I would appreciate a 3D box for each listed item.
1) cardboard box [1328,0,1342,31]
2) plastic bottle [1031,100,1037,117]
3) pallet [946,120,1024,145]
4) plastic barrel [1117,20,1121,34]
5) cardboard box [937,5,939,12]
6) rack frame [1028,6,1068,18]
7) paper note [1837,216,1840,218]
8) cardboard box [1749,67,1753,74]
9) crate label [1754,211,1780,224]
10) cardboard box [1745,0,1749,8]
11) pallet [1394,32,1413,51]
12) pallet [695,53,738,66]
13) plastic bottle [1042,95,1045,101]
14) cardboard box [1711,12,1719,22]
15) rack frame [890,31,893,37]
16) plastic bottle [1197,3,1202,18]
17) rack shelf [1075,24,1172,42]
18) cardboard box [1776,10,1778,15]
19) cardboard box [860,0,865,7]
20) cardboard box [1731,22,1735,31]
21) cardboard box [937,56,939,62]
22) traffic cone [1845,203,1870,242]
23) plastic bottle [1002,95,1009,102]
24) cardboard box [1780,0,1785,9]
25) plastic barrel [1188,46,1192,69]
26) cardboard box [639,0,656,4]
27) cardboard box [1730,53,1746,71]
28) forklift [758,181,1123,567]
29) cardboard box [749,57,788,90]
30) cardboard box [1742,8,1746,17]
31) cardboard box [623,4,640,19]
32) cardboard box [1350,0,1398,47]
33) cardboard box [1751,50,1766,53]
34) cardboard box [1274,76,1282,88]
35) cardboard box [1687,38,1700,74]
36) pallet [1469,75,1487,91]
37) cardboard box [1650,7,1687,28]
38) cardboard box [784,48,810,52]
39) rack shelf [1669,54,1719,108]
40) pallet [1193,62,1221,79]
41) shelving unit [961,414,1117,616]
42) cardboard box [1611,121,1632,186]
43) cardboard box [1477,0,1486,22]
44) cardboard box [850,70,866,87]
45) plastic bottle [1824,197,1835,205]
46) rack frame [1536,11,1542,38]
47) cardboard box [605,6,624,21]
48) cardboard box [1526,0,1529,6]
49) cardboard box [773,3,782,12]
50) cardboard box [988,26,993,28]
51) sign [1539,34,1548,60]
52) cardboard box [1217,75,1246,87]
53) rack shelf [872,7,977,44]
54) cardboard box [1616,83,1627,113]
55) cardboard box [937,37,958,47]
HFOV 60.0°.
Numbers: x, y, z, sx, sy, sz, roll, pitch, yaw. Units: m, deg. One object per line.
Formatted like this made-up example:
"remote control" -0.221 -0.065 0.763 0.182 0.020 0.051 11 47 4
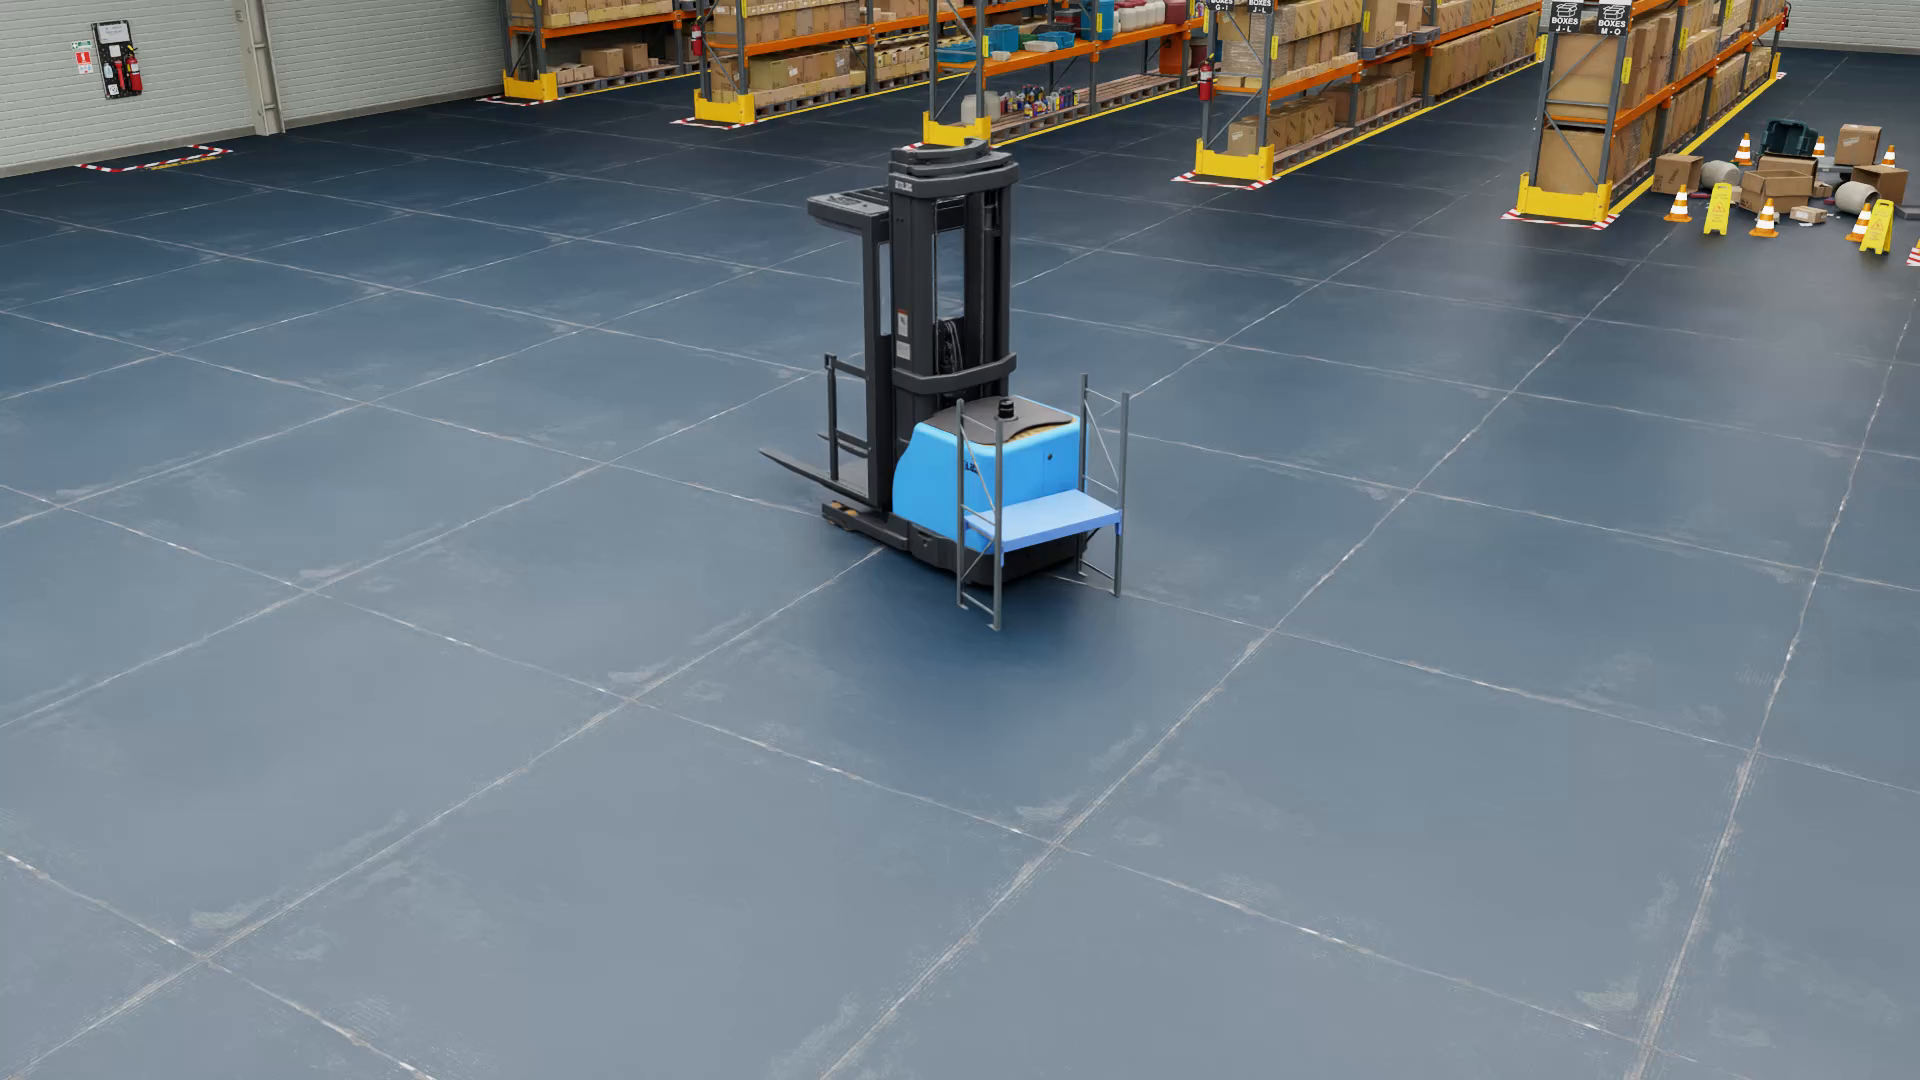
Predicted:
"cardboard box" 5.733 -8.392 26.437 0.500 0.500 0.500 14 27 29
"plastic bottle" 1.302 -7.561 29.140 0.061 0.283 0.133 14 27 30
"pallet" 0.379 -7.015 28.525 1.003 0.211 1.213 14 27 29
"plastic barrel" 2.885 -9.687 31.361 0.301 0.262 0.301 0 23 0
"cardboard box" -0.665 -11.168 34.924 0.380 0.149 0.250 16 28 33
"rack frame" 2.070 -13.076 39.014 1.000 3.000 0.127 14 27 29
"paper note" 12.043 -4.425 22.796 0.032 0.001 0.123 14 27 29
"cardboard box" 15.572 -9.373 33.148 0.380 0.149 0.250 15 28 31
"crate label" 10.944 -4.369 22.507 0.250 0.136 0.298 1 23 2
"cardboard box" 14.457 -10.008 30.967 0.380 0.149 0.250 13 27 27
"pallet" 7.364 -8.884 29.572 1.003 0.211 1.213 14 27 29
"pallet" -5.308 -10.809 37.289 1.003 0.211 1.213 14 27 29
"plastic bottle" 1.510 -7.808 29.712 0.061 0.283 0.133 14 27 29
"cardboard box" 12.945 -9.042 28.736 0.380 0.149 0.250 14 27 29
"rack frame" -2.141 -14.112 41.409 1.000 3.000 0.127 14 27 29
"plastic bottle" 4.881 -10.812 33.933 0.061 0.283 0.133 14 27 29
"rack shelf" -0.042 -11.517 35.983 10.826 0.052 7.809 14 27 29
"cardboard box" 16.659 -10.914 34.338 0.380 0.149 0.250 14 27 29
"cardboard box" -2.839 -12.771 40.489 0.750 0.750 0.750 15 27 31
"cardboard box" 13.778 -9.296 30.072 0.380 0.149 0.250 13 27 27
"cardboard box" -0.647 -10.084 35.036 0.500 0.250 0.500 15 27 30
"traffic cone" 11.704 -4.123 21.527 0.336 0.463 0.334 14 27 29
"plastic bottle" 0.772 -7.776 29.647 0.152 0.276 0.135 13 27 28
"cardboard box" 16.736 -11.252 34.301 0.500 0.500 0.500 14 27 30
"plastic barrel" 4.632 -10.115 34.779 0.421 0.512 0.421 0 23 0
"cardboard box" -6.606 -11.303 34.139 0.500 0.500 0.500 14 27 29
"cardboard box" 14.466 -9.010 31.297 0.500 0.250 0.500 13 27 28
"forklift" 0.426 -4.933 19.453 13.291 3.598 14.776 -20 30 -38
"cardboard box" -3.526 -8.604 30.674 0.500 0.500 0.500 14 27 29
"cardboard box" 14.331 -9.791 30.840 0.380 0.149 0.250 15 28 31
"cardboard box" -6.875 -10.790 33.898 0.500 0.250 0.500 14 27 29
"cardboard box" 6.802 -9.005 28.328 1.000 1.000 1.000 14 27 29
"cardboard box" 16.290 -9.940 34.081 0.380 0.149 0.250 13 26 27
"cardboard box" 4.655 -6.960 25.203 0.380 0.149 0.250 14 27 29
"cardboard box" 11.462 -7.731 26.541 0.500 0.500 0.500 14 27 29
"pallet" 10.141 -9.443 34.132 1.003 0.211 1.213 14 27 29
"cardboard box" 10.951 -8.072 26.072 0.700 0.500 0.500 13 27 28
"cardboard box" -3.188 -9.222 32.101 0.500 0.500 0.500 14 27 29
"rack shelf" 11.479 -7.570 27.201 1.077 0.370 4.000 14 27 29
"pallet" 5.191 -10.092 35.631 1.003 0.211 1.213 14 27 29
"shelving unit" 0.539 -0.261 11.302 0.991 1.308 0.475 -14 27 -30
"cardboard box" 9.078 -5.633 23.967 0.875 0.875 0.875 13 27 28
"cardboard box" 10.202 -10.664 33.317 0.500 0.500 0.500 15 27 31
"cardboard box" -2.209 -9.104 32.773 0.500 0.250 0.500 14 27 29
"plastic bottle" 12.409 -4.831 23.667 0.133 0.061 0.283 20 30 38
"rack frame" 12.594 -12.348 37.334 1.000 3.000 0.127 14 27 29
"cardboard box" 4.506 -9.014 29.672 24.982 0.349 4.250 12 26 26
"cardboard box" 12.148 -11.699 36.150 0.380 0.149 0.250 13 27 28
"cardboard box" -3.465 -9.715 30.308 0.380 0.149 0.250 13 27 28
"cardboard box" 0.527 -11.320 37.551 0.500 0.500 0.500 13 27 27
"sign" 7.861 -6.633 22.377 0.100 0.325 0.005 14 27 29
"cardboard box" 4.129 -6.972 25.232 0.380 0.149 0.250 14 27 29
"rack shelf" -1.095 -10.720 34.479 1.077 0.370 4.000 14 27 29
"cardboard box" 8.743 -6.269 23.101 0.875 0.550 0.550 14 27 29
"cardboard box" -0.376 -10.509 35.311 0.500 0.311 0.500 13 27 28
